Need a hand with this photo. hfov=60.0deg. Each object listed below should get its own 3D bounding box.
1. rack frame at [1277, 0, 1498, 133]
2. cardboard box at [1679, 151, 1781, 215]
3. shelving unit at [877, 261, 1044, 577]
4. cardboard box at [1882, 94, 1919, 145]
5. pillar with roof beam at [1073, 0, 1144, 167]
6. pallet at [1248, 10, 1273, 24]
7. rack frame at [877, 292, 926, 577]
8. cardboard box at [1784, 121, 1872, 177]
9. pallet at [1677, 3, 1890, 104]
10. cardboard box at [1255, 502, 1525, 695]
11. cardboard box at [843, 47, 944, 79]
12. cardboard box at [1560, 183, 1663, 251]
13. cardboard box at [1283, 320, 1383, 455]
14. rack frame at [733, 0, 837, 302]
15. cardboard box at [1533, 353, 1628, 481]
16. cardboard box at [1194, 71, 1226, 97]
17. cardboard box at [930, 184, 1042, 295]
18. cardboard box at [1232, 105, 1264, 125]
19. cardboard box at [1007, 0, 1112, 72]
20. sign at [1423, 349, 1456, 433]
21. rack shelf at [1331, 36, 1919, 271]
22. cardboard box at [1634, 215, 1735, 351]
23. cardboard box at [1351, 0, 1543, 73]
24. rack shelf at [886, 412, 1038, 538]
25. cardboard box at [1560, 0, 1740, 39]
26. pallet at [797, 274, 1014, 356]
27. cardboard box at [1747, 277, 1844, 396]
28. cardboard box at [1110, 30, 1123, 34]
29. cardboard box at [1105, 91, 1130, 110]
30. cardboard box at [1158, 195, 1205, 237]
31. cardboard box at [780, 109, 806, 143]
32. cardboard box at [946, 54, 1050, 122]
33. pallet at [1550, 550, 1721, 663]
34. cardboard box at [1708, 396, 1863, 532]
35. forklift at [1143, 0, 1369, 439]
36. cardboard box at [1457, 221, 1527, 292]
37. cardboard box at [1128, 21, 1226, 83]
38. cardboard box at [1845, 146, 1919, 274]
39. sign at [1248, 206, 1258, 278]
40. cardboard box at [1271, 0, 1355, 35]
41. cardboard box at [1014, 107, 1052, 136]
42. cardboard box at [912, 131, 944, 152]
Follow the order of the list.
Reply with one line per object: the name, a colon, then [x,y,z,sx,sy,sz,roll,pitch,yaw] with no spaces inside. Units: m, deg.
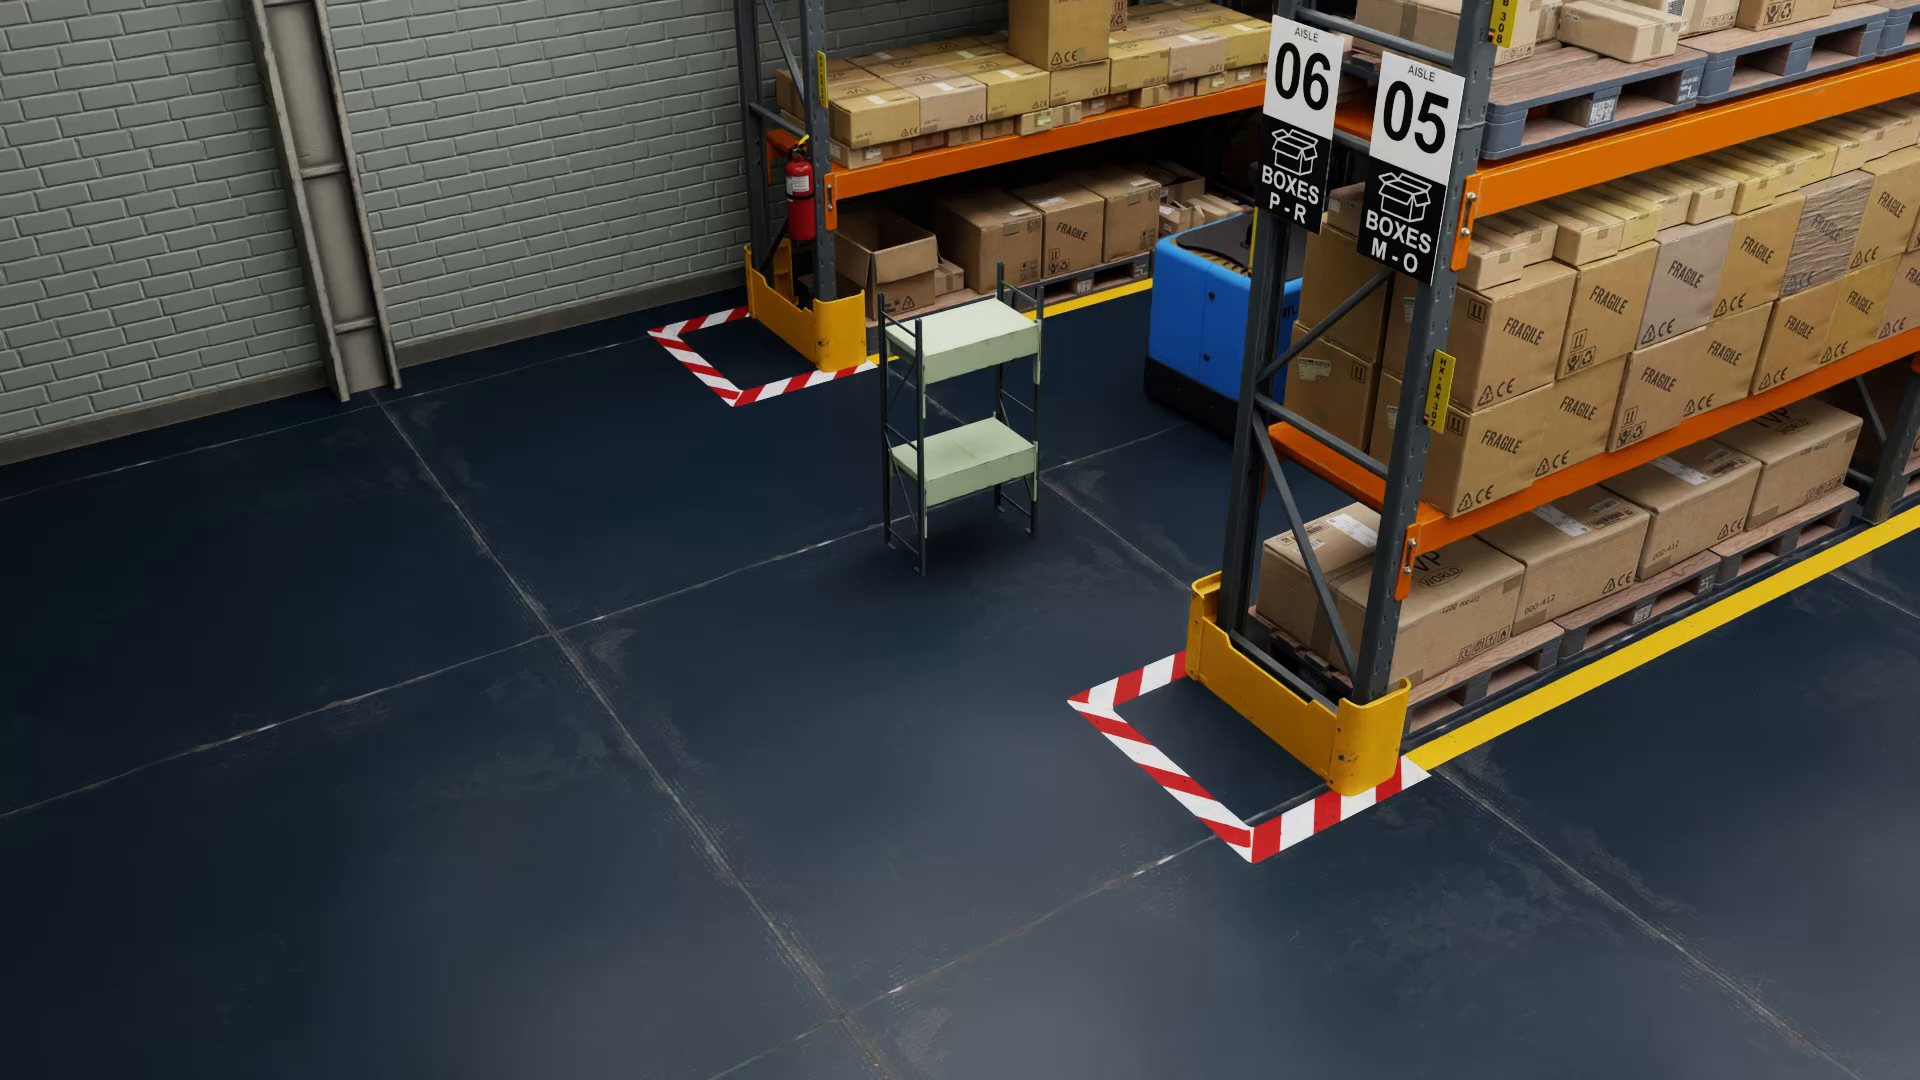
rack frame: [1.567,-2.964,5.515,0.127,3.000,1.000,-19,37,-27]
cardboard box: [3.342,-1.575,7.296,0.250,0.149,0.380,-20,37,-28]
shelving unit: [0.006,-0.636,8.853,0.755,1.500,0.431,-19,37,-27]
cardboard box: [4.562,-2.064,8.071,0.250,0.149,0.380,-18,36,-26]
pillar with roof beam: [3.496,-4.618,8.136,0.400,9.000,9.100,-19,37,-27]
pallet: [2.967,-3.909,12.815,1.213,0.211,1.003,-19,37,-27]
rack frame: [-0.302,-0.530,8.685,0.023,1.500,0.400,-19,37,-27]
cardboard box: [3.953,-1.826,7.695,0.250,0.149,0.380,-19,37,-28]
pallet: [3.211,-2.232,7.249,1.213,0.211,1.003,-19,37,-27]
cardboard box: [2.068,0.243,8.061,0.875,0.438,0.875,-20,38,-29]
cardboard box: [-0.448,-3.115,11.238,0.500,0.250,0.500,-19,37,-27]
cardboard box: [2.689,-1.361,6.957,0.250,0.149,0.380,-20,37,-29]
cardboard box: [1.829,-0.728,7.498,0.500,0.500,0.500,-19,37,-27]
rack frame: [-1.125,-2.652,10.643,0.127,3.000,1.000,-19,37,-27]
cardboard box: [2.536,-0.638,7.356,0.500,0.500,0.500,-20,37,-28]
cardboard box: [1.693,-3.326,11.946,0.250,0.149,0.380,-18,36,-26]
cardboard box: [0.180,-2.136,11.774,0.500,0.500,0.700,-17,36,-25]
cardboard box: [2.390,-3.439,13.231,0.250,0.149,0.380,-21,38,-29]
cardboard box: [0.663,-3.476,11.107,0.500,0.500,0.500,-18,36,-26]
sign: [1.863,-0.576,6.466,0.005,0.325,0.100,-19,37,-27]
rack shelf: [3.248,-1.970,7.424,4.000,0.370,1.077,-19,37,-27]
cardboard box: [2.984,-1.208,7.323,0.500,0.500,0.500,-19,37,-28]
cardboard box: [1.897,-2.023,6.487,0.500,0.250,0.500,-23,39,-31]
rack shelf: [0.006,-0.361,9.027,0.720,0.370,0.431,-19,37,-27]
cardboard box: [2.852,-2.288,6.851,0.500,0.311,0.500,-18,37,-26]
pallet: [-0.392,-1.725,11.787,1.213,0.211,1.003,-19,37,-27]
cardboard box: [3.834,-1.074,8.047,0.500,0.500,0.500,-20,37,-28]
cardboard box: [0.822,-3.552,11.931,0.500,0.250,0.500,-18,37,-26]
cardboard box: [0.981,-3.151,11.669,0.250,0.149,0.380,-18,37,-27]
cardboard box: [1.627,-2.434,12.465,0.258,0.266,0.396,-18,36,-26]
cardboard box: [-0.992,-2.762,11.052,0.250,0.149,0.380,-19,37,-28]
cardboard box: [0.250,-3.019,11.085,0.500,0.250,0.500,-20,37,-28]
pallet: [3.221,0.136,8.837,1.213,0.211,1.003,-19,37,-27]
cardboard box: [4.343,-0.544,9.309,0.875,0.438,0.875,-20,37,-28]
forklift: [2.658,-2.433,10.360,3.031,2.935,1.130,-22,38,-31]
cardboard box: [2.015,-1.145,6.615,0.250,0.149,0.380,-18,37,-26]
cardboard box: [1.528,-3.463,11.789,0.500,0.250,0.500,-19,37,-27]
cardboard box: [4.251,-1.645,8.016,0.500,0.500,0.500,-20,37,-28]
sign: [1.285,-1.264,7.136,0.005,0.325,0.100,-19,37,-27]
cardboard box: [2.764,-4.068,12.399,0.500,0.500,0.700,-18,36,-26]
cardboard box: [0.409,-2.868,11.220,0.250,0.149,0.380,-20,37,-29]
cardboard box: [-0.310,-2.703,10.960,0.250,0.149,0.380,-19,37,-28]
